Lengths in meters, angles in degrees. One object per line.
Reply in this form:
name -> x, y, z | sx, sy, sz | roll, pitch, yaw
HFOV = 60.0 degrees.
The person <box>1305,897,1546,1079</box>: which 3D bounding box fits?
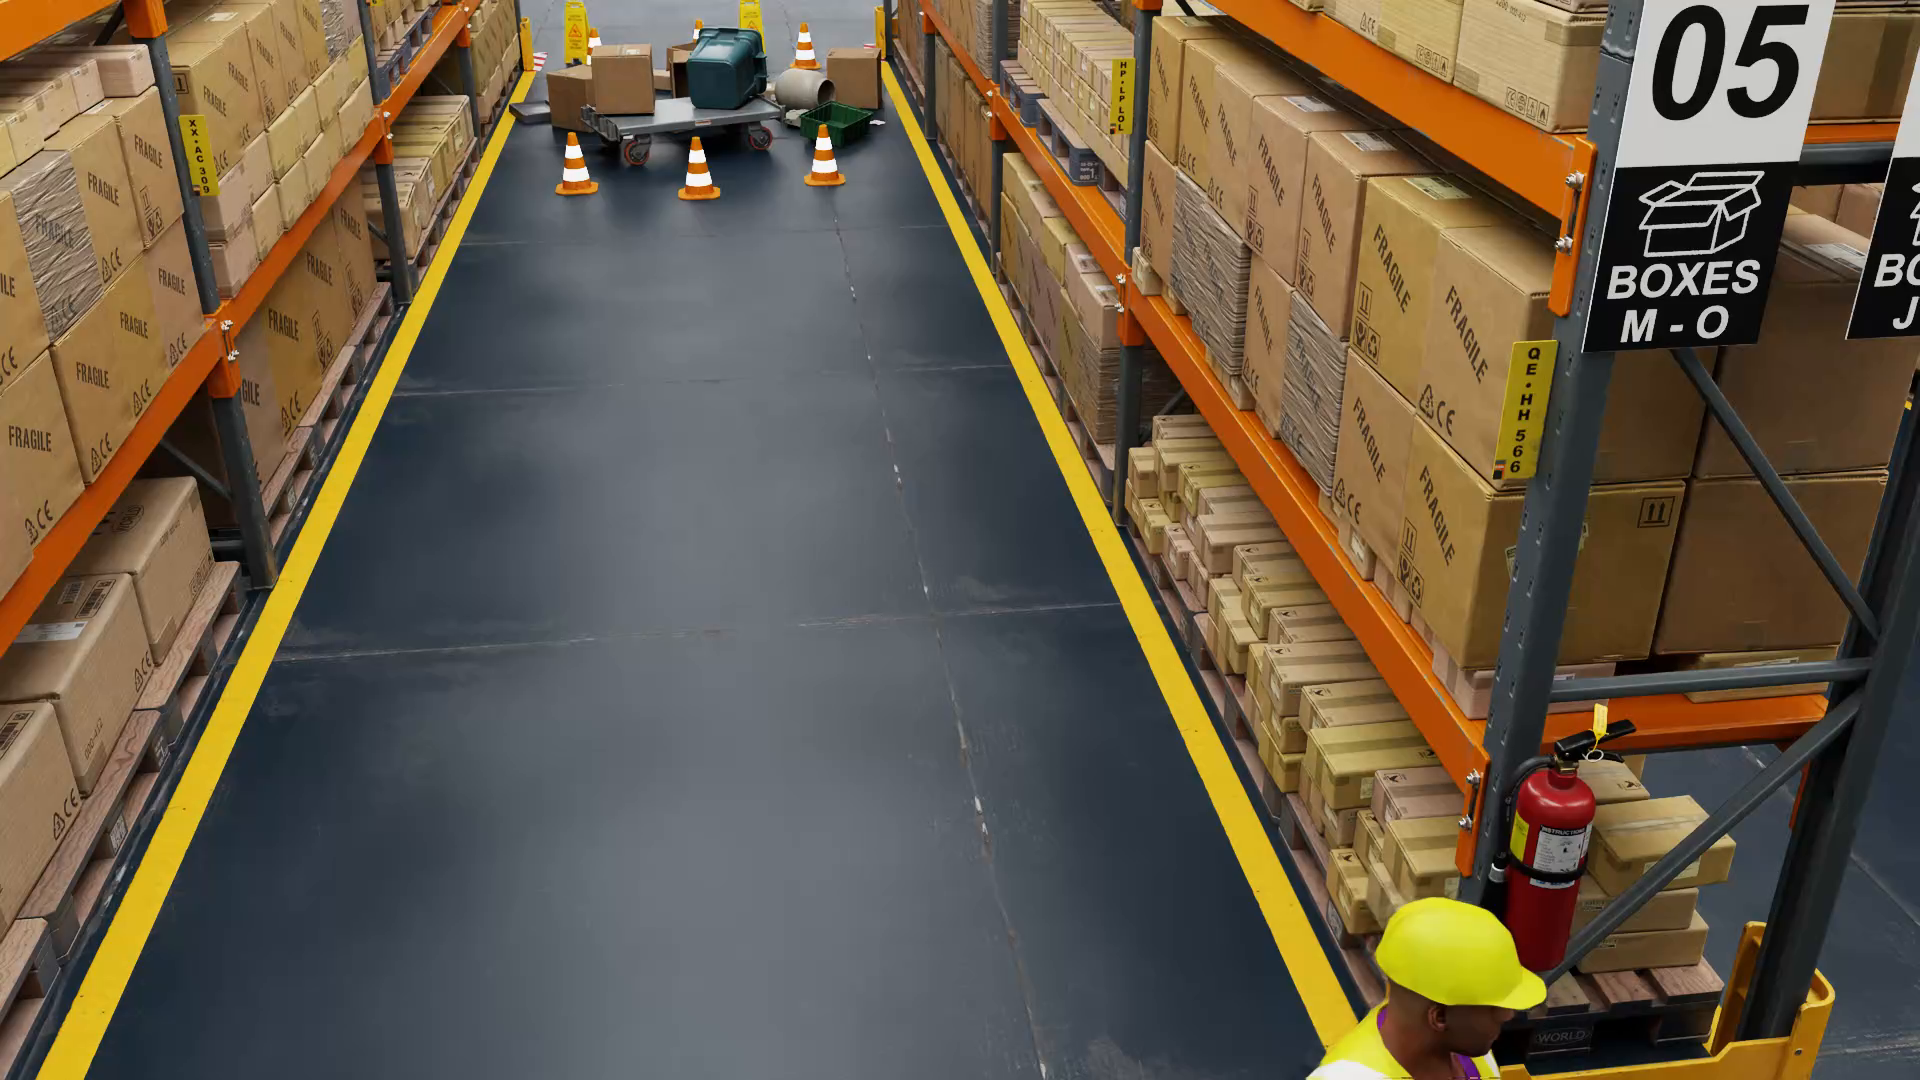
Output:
person -> 0.843, 1.472, 3.160 | 0.460, 1.754, 0.654 | 20, 33, 34
